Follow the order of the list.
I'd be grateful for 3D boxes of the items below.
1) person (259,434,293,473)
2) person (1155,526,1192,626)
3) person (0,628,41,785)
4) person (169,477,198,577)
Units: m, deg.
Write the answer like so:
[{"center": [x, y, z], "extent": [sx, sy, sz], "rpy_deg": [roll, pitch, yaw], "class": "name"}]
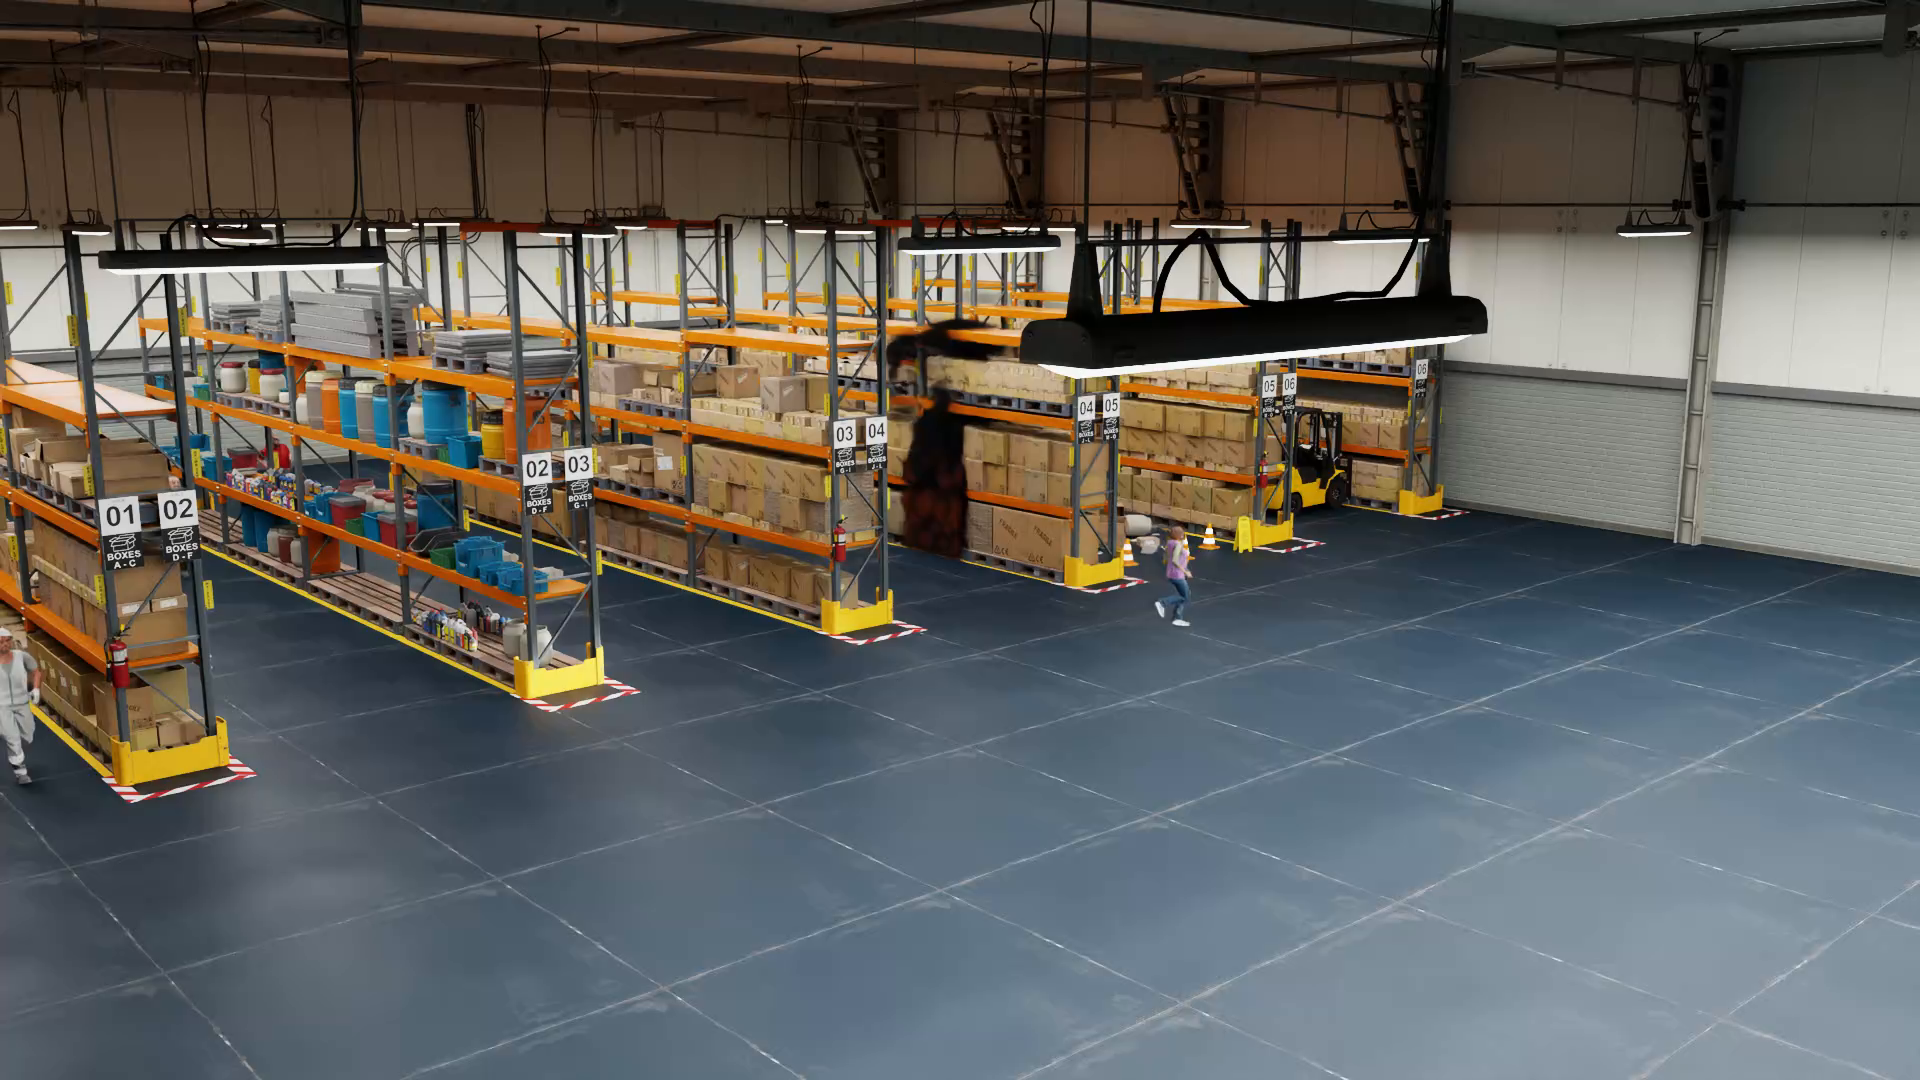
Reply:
[{"center": [-14.111, -1.360, 34.430], "extent": [0.916, 1.692, 0.700], "rpy_deg": [6, 13, 27], "class": "person"}, {"center": [3.225, 0.554, 25.251], "extent": [0.576, 1.563, 0.536], "rpy_deg": [-2, 12, -10], "class": "person"}, {"center": [-10.558, 1.813, 18.456], "extent": [0.691, 1.751, 0.778], "rpy_deg": [-10, 15, -41], "class": "person"}, {"center": [-13.514, -0.247, 28.736], "extent": [0.723, 1.723, 0.634], "rpy_deg": [-11, 16, -42], "class": "person"}]
